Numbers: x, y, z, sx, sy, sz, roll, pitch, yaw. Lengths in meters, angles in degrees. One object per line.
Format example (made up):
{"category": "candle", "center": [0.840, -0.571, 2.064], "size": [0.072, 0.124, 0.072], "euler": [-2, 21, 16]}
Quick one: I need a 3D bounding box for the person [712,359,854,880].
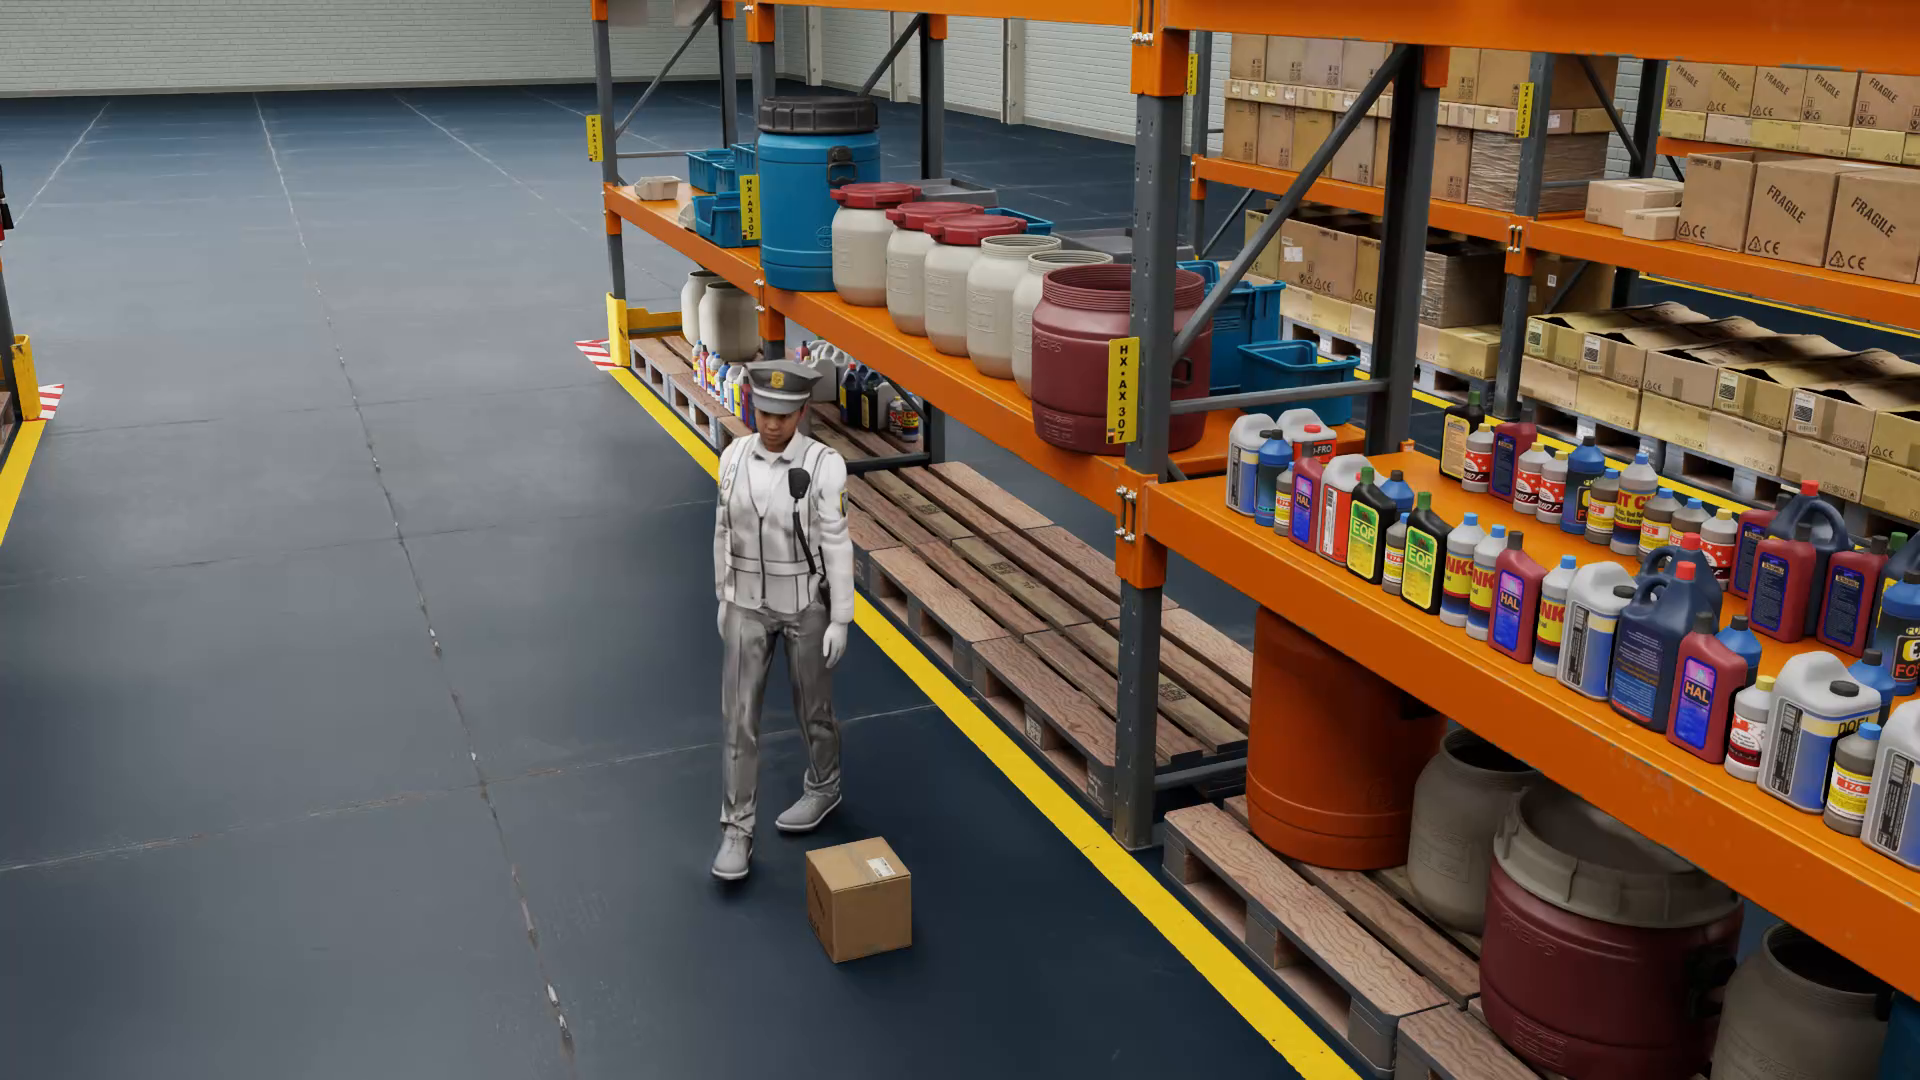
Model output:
{"category": "person", "center": [-0.592, 0.248, 5.321], "size": [0.499, 1.655, 0.671], "euler": [5, 20, 14]}
